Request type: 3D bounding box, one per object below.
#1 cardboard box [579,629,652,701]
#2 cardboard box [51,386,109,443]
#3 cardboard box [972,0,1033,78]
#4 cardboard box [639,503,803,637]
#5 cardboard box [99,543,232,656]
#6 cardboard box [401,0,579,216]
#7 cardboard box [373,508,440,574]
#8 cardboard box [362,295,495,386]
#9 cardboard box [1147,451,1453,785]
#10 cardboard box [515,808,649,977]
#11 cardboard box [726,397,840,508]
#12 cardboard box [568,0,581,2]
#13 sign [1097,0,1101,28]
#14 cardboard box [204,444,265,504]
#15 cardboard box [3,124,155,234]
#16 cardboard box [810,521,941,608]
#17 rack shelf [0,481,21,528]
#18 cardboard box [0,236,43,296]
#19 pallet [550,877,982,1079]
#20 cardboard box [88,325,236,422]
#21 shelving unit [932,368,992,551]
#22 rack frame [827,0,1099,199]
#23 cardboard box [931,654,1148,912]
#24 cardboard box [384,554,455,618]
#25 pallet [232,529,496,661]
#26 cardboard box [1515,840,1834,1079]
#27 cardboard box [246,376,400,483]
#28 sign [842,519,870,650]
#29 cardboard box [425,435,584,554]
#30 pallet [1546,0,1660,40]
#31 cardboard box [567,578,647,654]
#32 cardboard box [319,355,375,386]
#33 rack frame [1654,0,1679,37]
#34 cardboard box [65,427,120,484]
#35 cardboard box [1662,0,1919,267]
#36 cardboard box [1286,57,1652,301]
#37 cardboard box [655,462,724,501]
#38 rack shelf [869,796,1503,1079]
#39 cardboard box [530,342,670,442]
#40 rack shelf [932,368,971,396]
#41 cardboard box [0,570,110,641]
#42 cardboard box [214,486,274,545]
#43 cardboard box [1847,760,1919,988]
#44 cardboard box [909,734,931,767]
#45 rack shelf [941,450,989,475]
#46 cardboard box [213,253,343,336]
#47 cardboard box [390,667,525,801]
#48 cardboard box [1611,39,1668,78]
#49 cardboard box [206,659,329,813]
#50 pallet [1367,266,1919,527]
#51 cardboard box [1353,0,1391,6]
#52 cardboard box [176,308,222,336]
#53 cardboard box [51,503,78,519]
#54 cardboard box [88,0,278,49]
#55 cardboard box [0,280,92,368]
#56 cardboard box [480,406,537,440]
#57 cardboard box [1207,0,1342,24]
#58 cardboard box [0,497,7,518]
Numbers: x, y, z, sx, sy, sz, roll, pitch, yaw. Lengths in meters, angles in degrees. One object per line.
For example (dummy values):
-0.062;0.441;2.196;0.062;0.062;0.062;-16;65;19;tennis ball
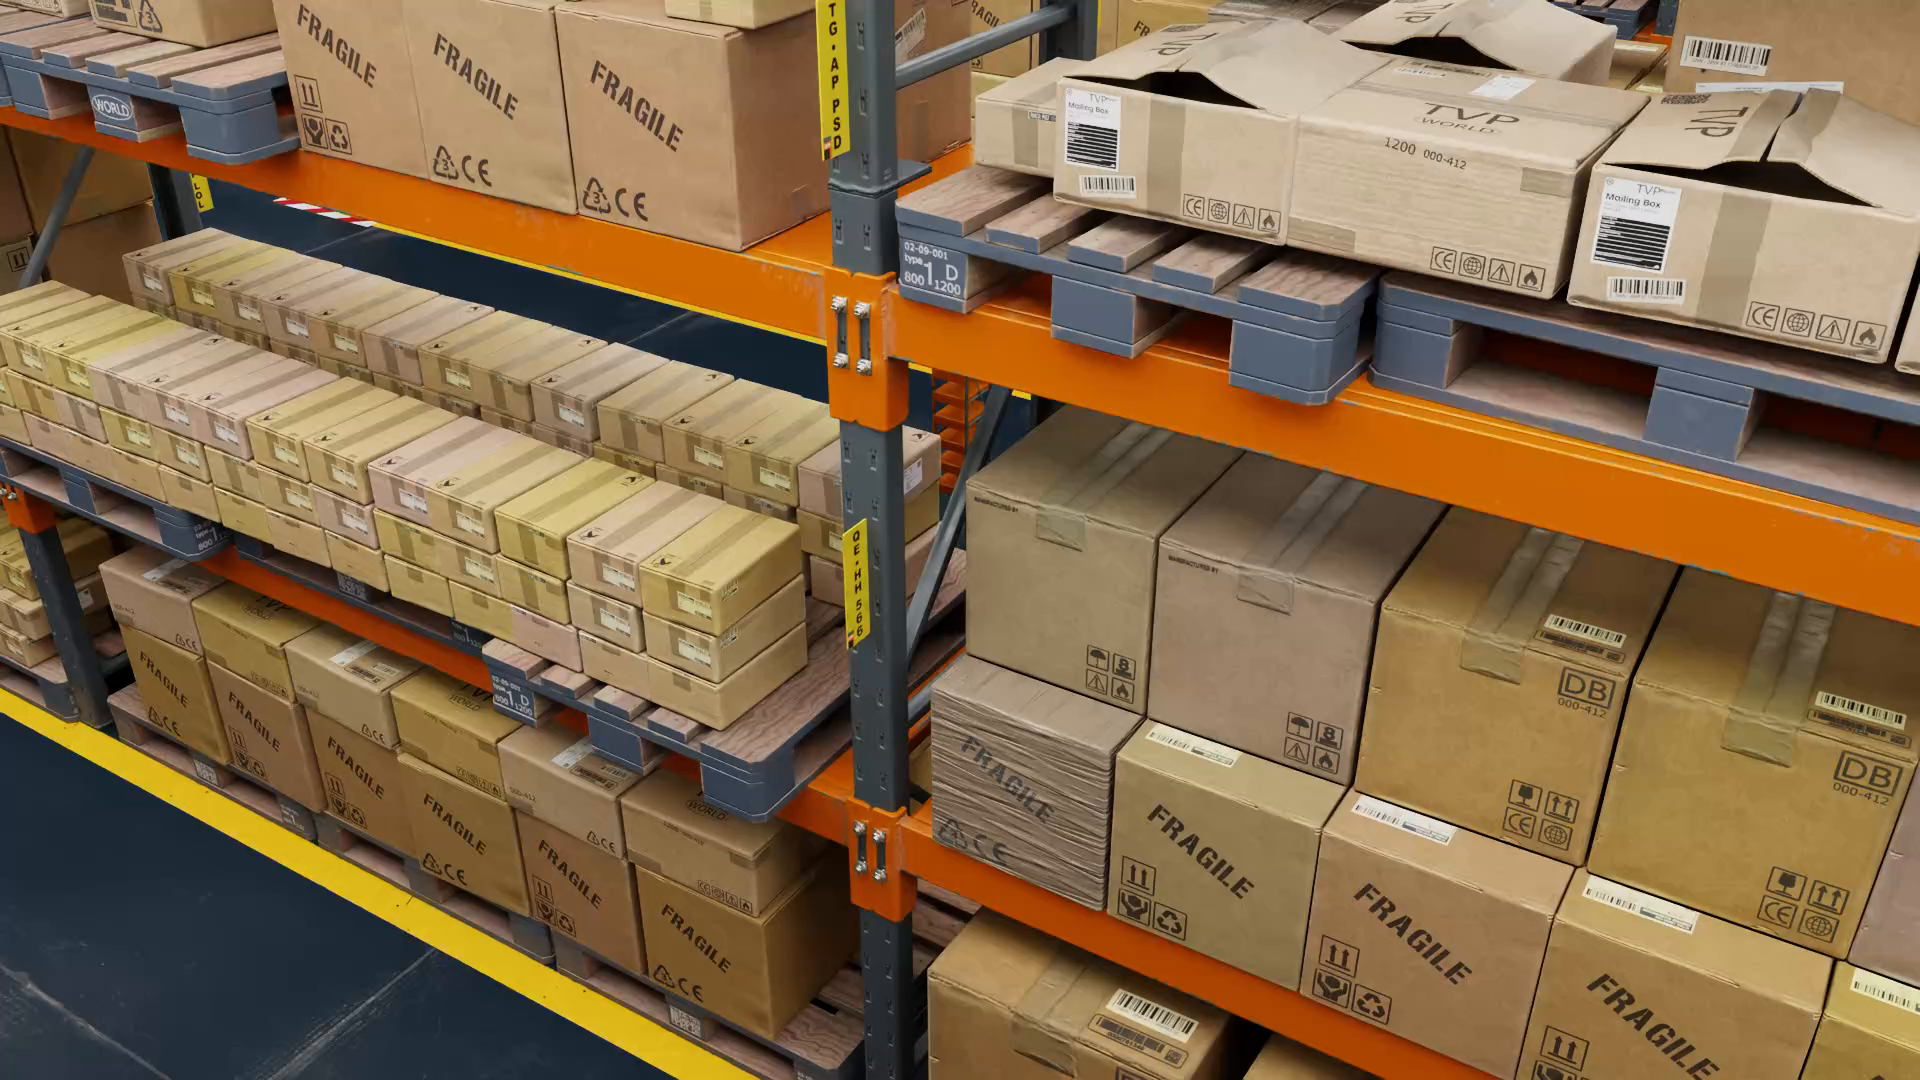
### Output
-0.839;0.263;4.655;0.250;0.149;0.380;17;35;27;cardboard box
-2.827;-0.494;5.658;0.250;0.149;0.380;18;35;28;cardboard box
0.280;-2.846;9.061;0.500;0.500;0.500;17;34;26;cardboard box
-0.626;0.074;4.389;0.250;0.149;0.380;16;34;25;cardboard box
-2.870;0.153;6.331;0.500;0.250;0.500;16;34;25;cardboard box
-1.017;-1.172;4.207;0.500;0.500;0.500;18;35;27;cardboard box
-1.500;-0.075;4.939;0.250;0.149;0.380;17;34;27;cardboard box
-1.808;-0.688;5.695;0.250;0.149;0.380;16;34;25;cardboard box
0.837;0.124;3.970;0.500;0.500;0.700;17;34;27;cardboard box
-1.101;1.032;5.568;0.500;0.500;0.500;19;35;29;cardboard box
-0.485;-0.268;4.974;0.250;0.149;0.380;17;34;26;cardboard box
-0.890;-1.459;3.938;0.258;0.266;0.396;18;35;27;cardboard box
0.335;-1.448;4.188;0.005;0.325;0.100;18;35;27;sign
-2.152;-0.282;5.295;0.250;0.149;0.380;17;34;27;cardboard box
-3.608;-1.561;6.562;0.500;0.500;0.500;18;35;28;cardboard box
-0.239;0.061;5.002;0.250;0.149;0.380;17;34;27;cardboard box
-5.049;-0.957;7.628;4.000;0.370;1.077;18;35;27;rack shelf
-3.915;-0.913;6.444;0.500;0.500;0.500;18;35;27;cardboard box
-0.628;1.334;5.754;1.213;0.211;1.003;18;35;27;pallet
-2.601;-0.550;5.459;0.250;0.149;0.380;17;34;27;cardboard box
0.012;-0.514;7.941;0.189;1.200;0.258;18;35;27;shelving unit
0.033;-2.252;3.180;0.127;3.000;1.000;18;35;27;rack frame
0.269;0.532;4.263;0.500;0.500;0.500;18;35;28;cardboard box
-1.495;0.055;5.012;0.250;0.149;0.380;16;34;25;cardboard box
-1.666;-0.091;5.619;1.213;0.211;1.003;18;35;27;pallet
1.549;0.936;3.569;0.500;0.500;0.500;17;34;27;cardboard box
-1.940;-0.343;5.104;0.250;0.149;0.380;19;35;29;cardboard box
-0.248;0.108;4.018;0.005;0.325;0.100;18;35;27;sign
-1.288;-0.134;4.746;0.250;0.149;0.380;19;35;29;cardboard box
4.603;-3.989;12.301;1.003;0.211;1.213;18;35;27;pallet
-0.855;0.129;4.589;0.250;0.149;0.380;19;35;29;cardboard box
-2.027;-0.632;5.894;0.250;0.149;0.380;16;34;25;cardboard box
5.214;-3.920;11.992;0.127;3.000;1.000;18;35;27;rack frame
-2.819;-0.363;5.728;0.250;0.149;0.380;18;35;28;cardboard box
1.654;-0.878;3.186;0.500;0.500;0.500;18;35;27;cardboard box
0.953;-0.694;3.119;0.500;0.250;0.500;19;35;29;cardboard box
-0.729;-0.219;5.186;0.250;0.149;0.380;16;34;26;cardboard box
1.727;1.186;3.954;4.000;0.370;1.077;18;35;27;rack shelf
-1.144;-0.478;5.335;0.250;0.149;0.380;19;35;30;cardboard box
0.012;-0.787;7.782;0.180;0.103;0.258;18;35;27;rack shelf
-3.791;0.241;6.978;0.250;0.149;0.380;18;35;28;cardboard box
-2.157;-0.156;5.373;0.250;0.149;0.380;17;34;26;cardboard box
2.132;0.533;3.268;0.500;0.500;0.700;18;35;28;cardboard box
-0.423;0.626;5.520;0.500;0.250;0.500;16;34;25;cardboard box
0.012;-0.372;8.024;0.180;0.103;0.258;18;35;27;rack shelf
-2.466;-0.896;6.051;0.250;0.149;0.380;16;34;26;cardboard box
-1.542;0.569;5.618;0.500;0.250;0.500;18;35;28;cardboard box
3.111;-2.150;8.148;0.500;0.500;0.500;16;34;26;cardboard box
-2.421;0.618;6.277;0.500;0.500;0.500;19;35;29;cardboard box
1.555;-0.426;3.215;1.213;0.211;1.003;19;35;30;pallet
2.291;-2.512;8.487;0.500;0.500;0.500;16;34;26;cardboard box
-2.689;-0.841;6.252;0.250;0.149;0.380;18;35;28;cardboard box
-3.979;-0.266;7.551;0.250;0.149;0.380;17;34;27;cardboard box
-2.117;-1.784;4.835;0.637;0.503;0.797;17;34;27;cardboard box
-3.266;-0.760;5.818;0.250;0.149;0.380;19;35;30;cardboard box
-1.362;-0.421;5.533;0.250;0.149;0.380;17;34;27;cardboard box
1.563;-2.436;8.358;0.500;0.500;0.500;18;35;28;cardboard box
-4.247;-0.038;7.161;0.250;0.149;0.380;17;34;27;cardboard box
